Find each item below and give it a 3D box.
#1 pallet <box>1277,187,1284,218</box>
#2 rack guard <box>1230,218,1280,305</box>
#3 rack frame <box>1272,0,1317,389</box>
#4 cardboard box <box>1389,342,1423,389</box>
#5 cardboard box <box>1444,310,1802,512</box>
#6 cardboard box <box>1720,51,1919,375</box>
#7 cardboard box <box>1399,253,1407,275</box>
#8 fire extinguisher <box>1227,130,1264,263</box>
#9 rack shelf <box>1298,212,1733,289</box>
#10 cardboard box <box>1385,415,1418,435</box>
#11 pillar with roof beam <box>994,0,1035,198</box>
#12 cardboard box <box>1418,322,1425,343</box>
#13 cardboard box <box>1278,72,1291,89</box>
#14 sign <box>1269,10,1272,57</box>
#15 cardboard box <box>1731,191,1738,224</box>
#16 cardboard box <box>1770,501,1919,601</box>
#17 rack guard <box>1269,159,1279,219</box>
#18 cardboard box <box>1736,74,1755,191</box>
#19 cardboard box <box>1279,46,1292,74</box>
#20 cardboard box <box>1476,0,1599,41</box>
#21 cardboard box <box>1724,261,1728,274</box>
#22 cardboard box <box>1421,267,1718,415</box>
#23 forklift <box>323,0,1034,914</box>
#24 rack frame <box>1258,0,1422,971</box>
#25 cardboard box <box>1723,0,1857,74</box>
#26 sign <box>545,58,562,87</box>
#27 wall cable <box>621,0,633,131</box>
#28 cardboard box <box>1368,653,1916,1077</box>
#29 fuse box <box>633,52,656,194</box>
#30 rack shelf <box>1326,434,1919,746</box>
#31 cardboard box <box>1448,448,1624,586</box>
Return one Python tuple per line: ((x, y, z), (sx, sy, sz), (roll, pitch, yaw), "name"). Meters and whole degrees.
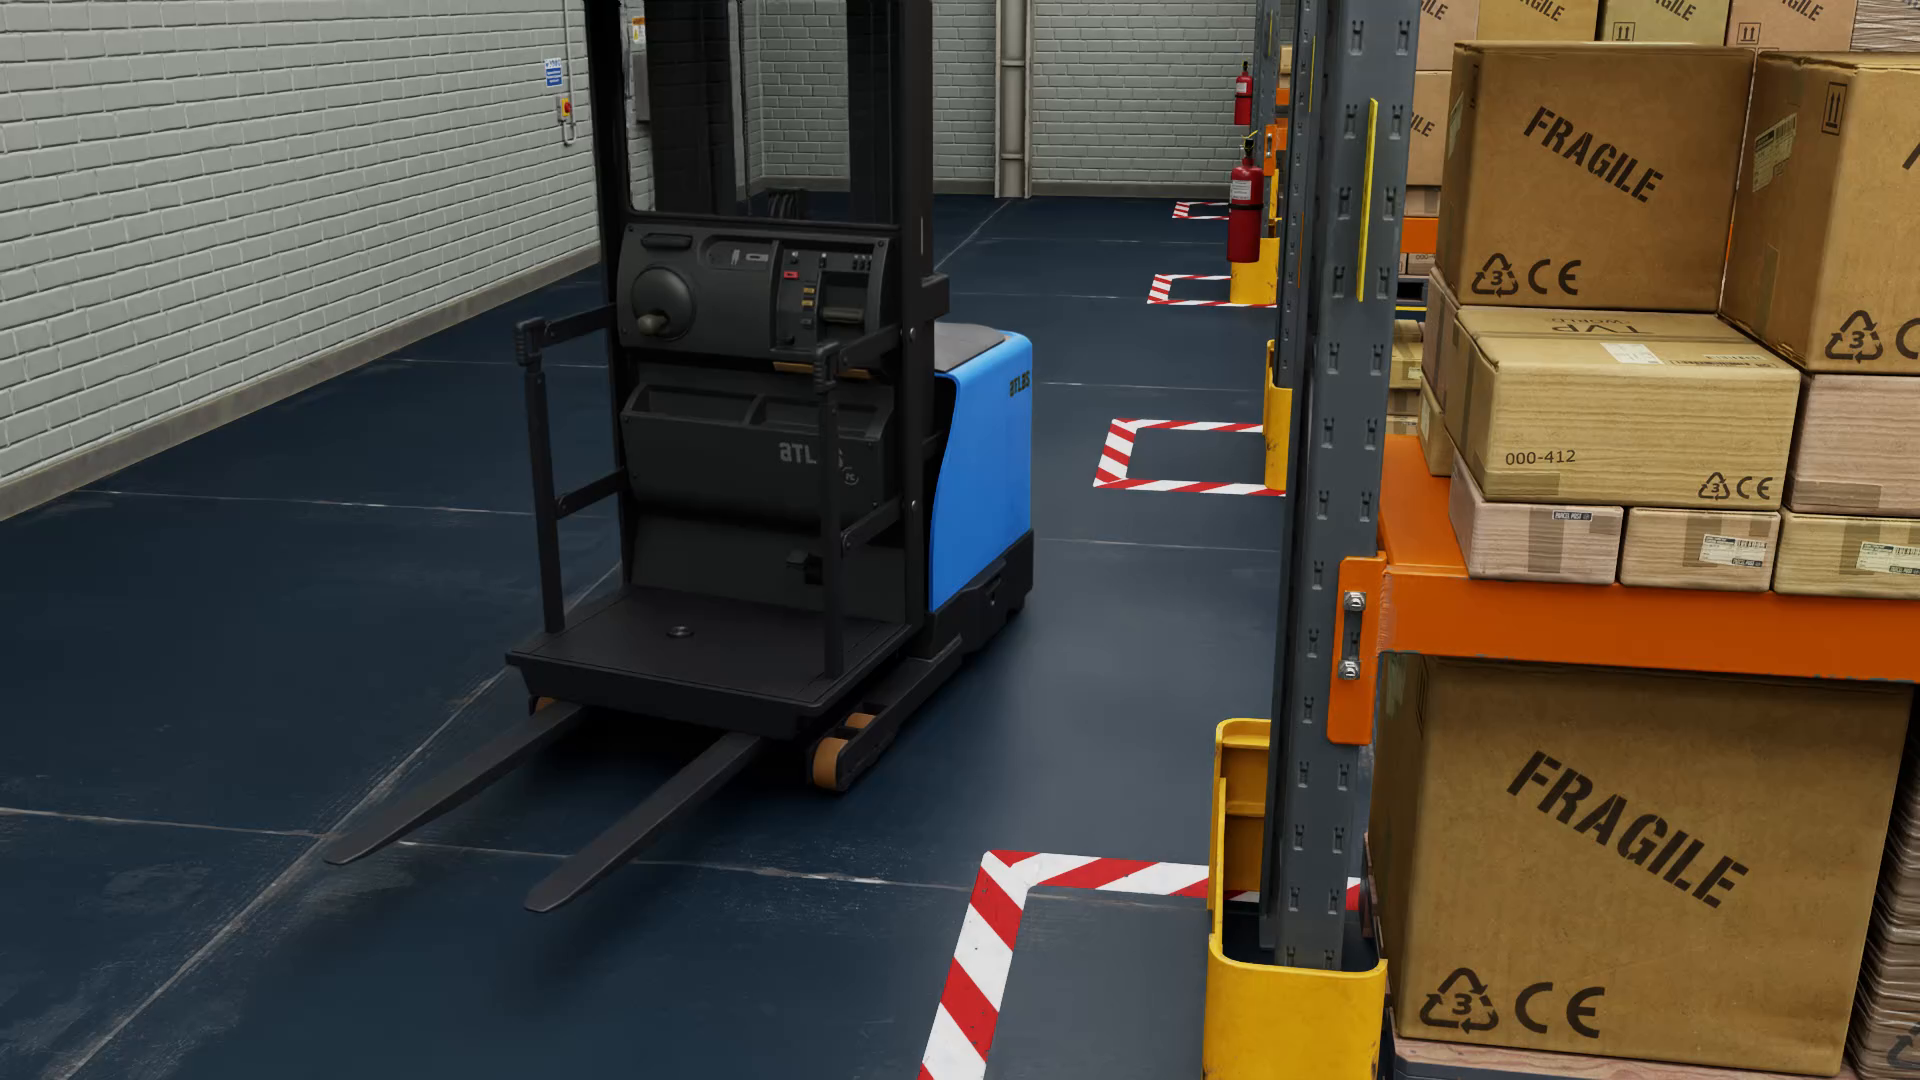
((3.992, -3.587, 17.691), (1.213, 0.211, 1.003), (3, 19, 9), "pallet")
((2.322, -2.214, 13.131), (0.348, 0.500, 1.175), (3, 19, 9), "rack guard")
((1.661, -1.842, 8.081), (0.127, 3.000, 1.000), (3, 19, 9), "rack frame")
((2.124, -0.839, 7.976), (0.250, 0.149, 0.380), (2, 19, 6), "cardboard box")
((1.205, -0.254, 3.104), (0.500, 0.250, 0.500), (2, 19, 7), "cardboard box")
((1.699, -0.585, 2.910), (0.500, 0.500, 0.500), (2, 19, 7), "cardboard box")
((3.013, -2.380, 13.065), (0.875, 0.438, 0.875), (2, 19, 7), "cardboard box")
((1.485, -1.786, 8.623), (0.183, 0.674, 0.296), (3, 19, 9), "fire extinguisher")
((3.635, -1.400, 7.894), (4.000, 0.370, 1.077), (3, 19, 9), "rack shelf")
((2.127, -0.563, 8.088), (0.250, 0.149, 0.380), (3, 19, 10), "cardboard box")
((-0.072, -6.868, 13.646), (0.400, 9.000, 9.100), (3, 19, 9), "pillar with roof beam")
((2.462, -0.994, 8.439), (0.250, 0.149, 0.380), (3, 19, 10), "cardboard box")
((3.411, -4.732, 17.113), (0.250, 0.149, 0.380), (3, 19, 8), "cardboard box")
((2.252, -3.672, 12.063), (0.005, 0.325, 0.100), (3, 19, 9), "sign")
((3.477, -1.541, 7.578), (0.250, 0.149, 0.380), (4, 19, 11), "cardboard box")
((1.579, -0.028, 3.054), (0.250, 0.149, 0.380), (2, 19, 7), "cardboard box")
((3.205, -3.764, 17.765), (0.348, 0.500, 1.175), (3, 19, 9), "rack guard")
((3.578, -1.850, 7.479), (0.500, 0.500, 0.500), (2, 19, 7), "cardboard box")
((3.535, -4.916, 17.035), (0.500, 0.250, 0.500), (3, 19, 9), "cardboard box")
((2.561, -2.376, 7.473), (0.500, 0.500, 0.500), (3, 19, 10), "cardboard box")
((5.692, -2.246, 12.664), (0.875, 0.438, 0.875), (3, 19, 8), "cardboard box")
((1.295, -0.422, 3.604), (0.500, 0.250, 0.500), (3, 19, 8), "cardboard box")
((-0.734, -0.778, 5.010), (1.130, 2.935, 3.031), (7, 20, 21), "forklift")
((0.774, -0.293, 3.452), (0.127, 3.000, 1.000), (3, 19, 9), "rack frame")
((3.575, -2.318, 7.301), (0.500, 0.500, 0.500), (2, 19, 7), "cardboard box")
((-3.293, -3.791, 13.479), (0.001, 0.218, 0.327), (3, 19, 9), "sign")
((-3.012, -4.601, 14.726), (0.122, 1.984, 0.588), (3, 19, 9), "wall cable")
((1.419, 0.522, 3.701), (0.875, 0.875, 0.875), (3, 19, 9), "cardboard box")
((-2.748, -3.714, 15.707), (0.414, 1.711, 0.539), (3, 19, 9), "fuse box")
((2.749, 0.149, 3.266), (4.000, 0.370, 1.077), (3, 19, 9), "rack shelf")
((1.072, -0.053, 3.130), (0.250, 0.149, 0.380), (3, 19, 9), "cardboard box")
